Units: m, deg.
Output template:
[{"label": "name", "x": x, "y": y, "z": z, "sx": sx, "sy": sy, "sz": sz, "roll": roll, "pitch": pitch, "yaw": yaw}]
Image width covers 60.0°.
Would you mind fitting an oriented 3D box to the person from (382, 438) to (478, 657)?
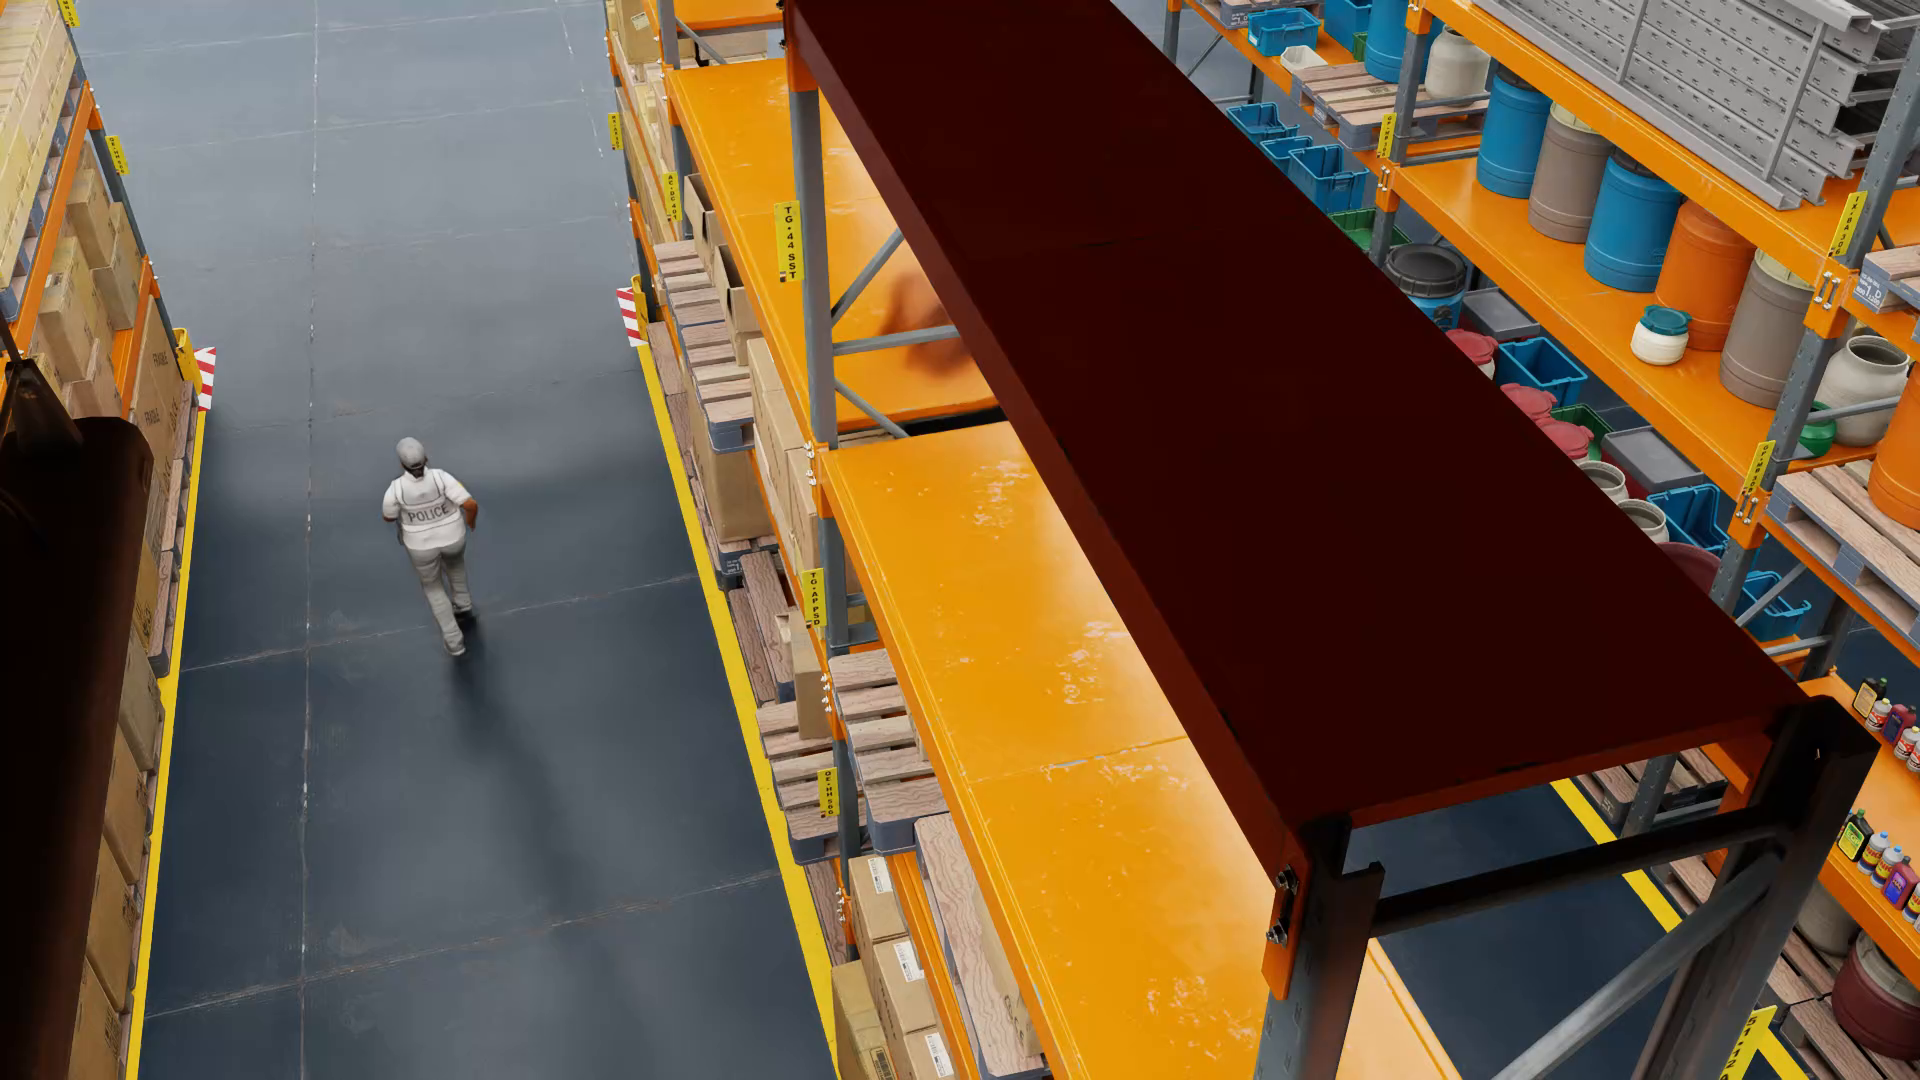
[{"label": "person", "x": -3.599, "y": 0.036, "z": 11.438, "sx": 0.579, "sy": 1.728, "sz": 0.746, "roll": -21, "pitch": 43, "yaw": -24}]
